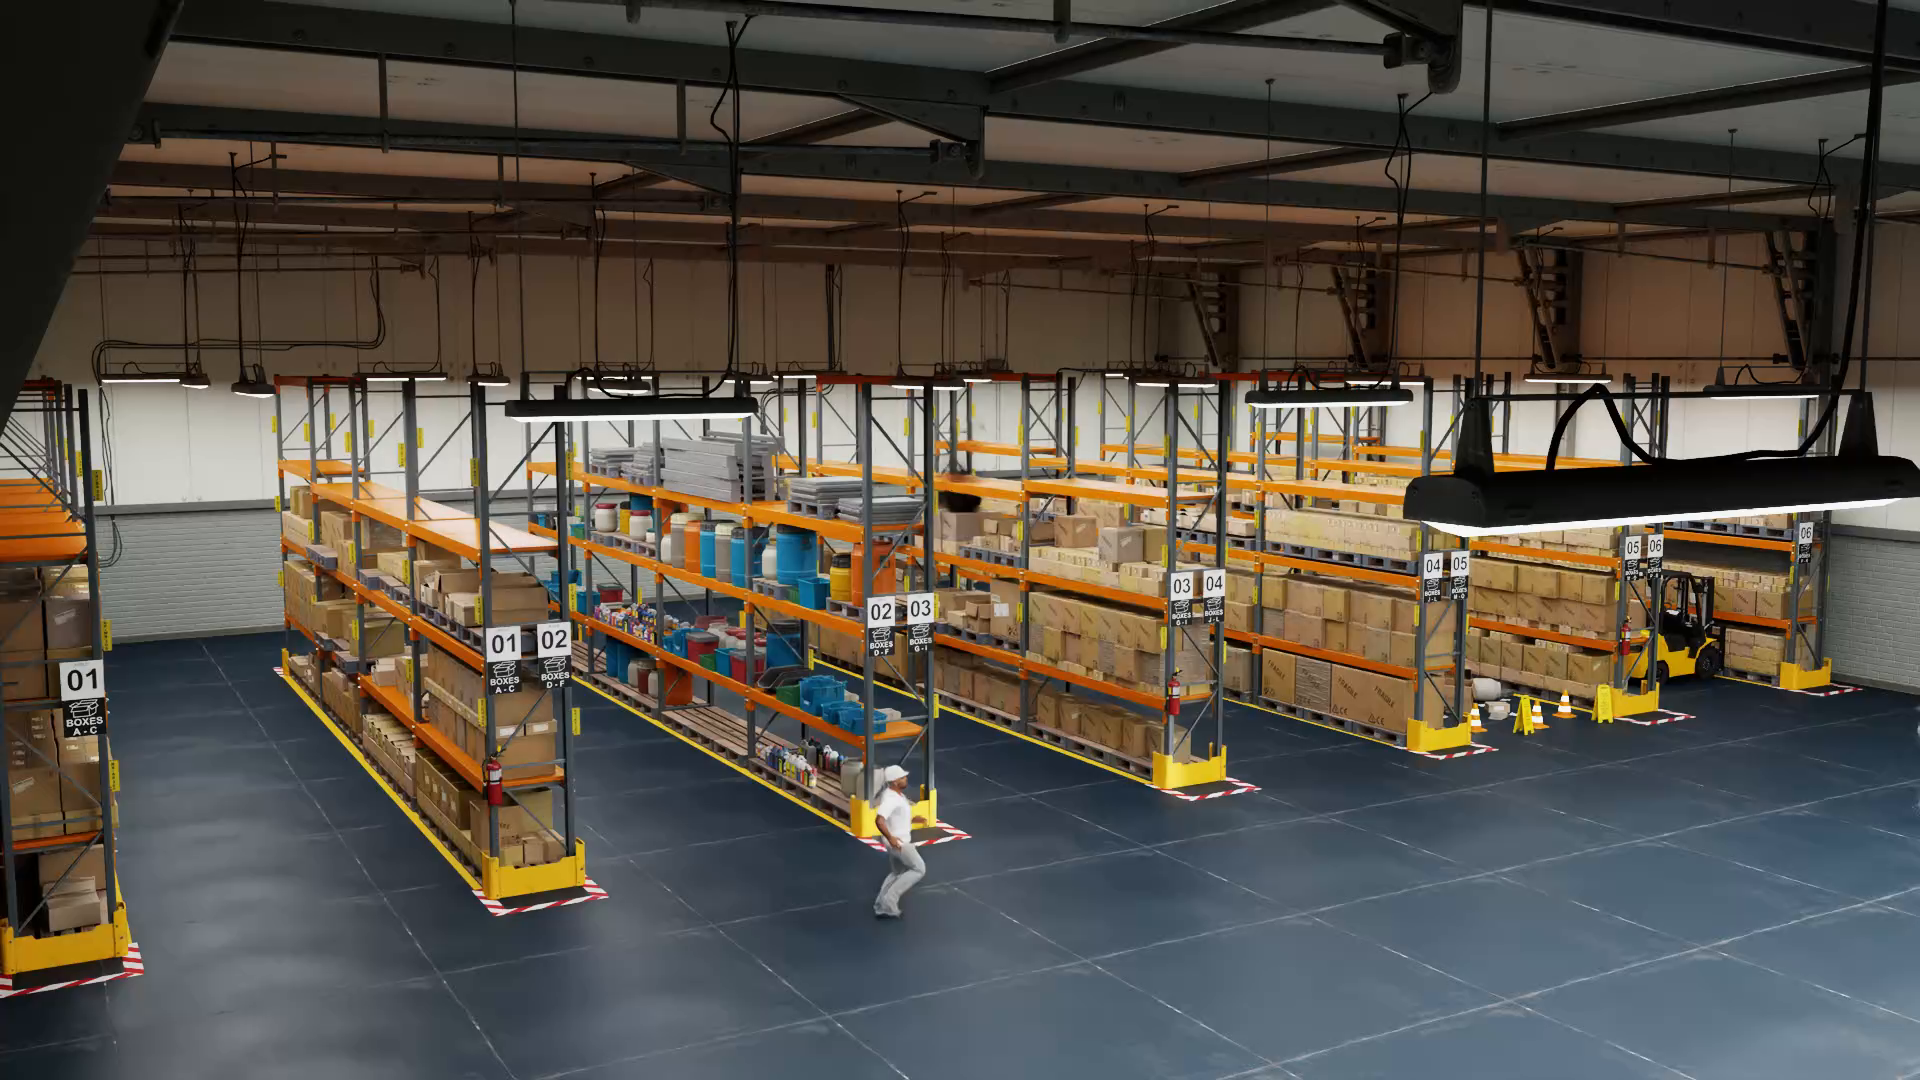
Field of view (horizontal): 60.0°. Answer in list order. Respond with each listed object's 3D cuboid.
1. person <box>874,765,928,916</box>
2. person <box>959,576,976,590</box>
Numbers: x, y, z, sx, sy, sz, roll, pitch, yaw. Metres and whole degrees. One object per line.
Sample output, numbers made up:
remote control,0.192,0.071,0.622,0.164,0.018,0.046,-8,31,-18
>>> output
person,-0.665,3.403,18.810,0.634,1.724,0.683,-1,6,-7
person,0.221,0.860,42.362,0.647,1.757,0.724,4,7,33
